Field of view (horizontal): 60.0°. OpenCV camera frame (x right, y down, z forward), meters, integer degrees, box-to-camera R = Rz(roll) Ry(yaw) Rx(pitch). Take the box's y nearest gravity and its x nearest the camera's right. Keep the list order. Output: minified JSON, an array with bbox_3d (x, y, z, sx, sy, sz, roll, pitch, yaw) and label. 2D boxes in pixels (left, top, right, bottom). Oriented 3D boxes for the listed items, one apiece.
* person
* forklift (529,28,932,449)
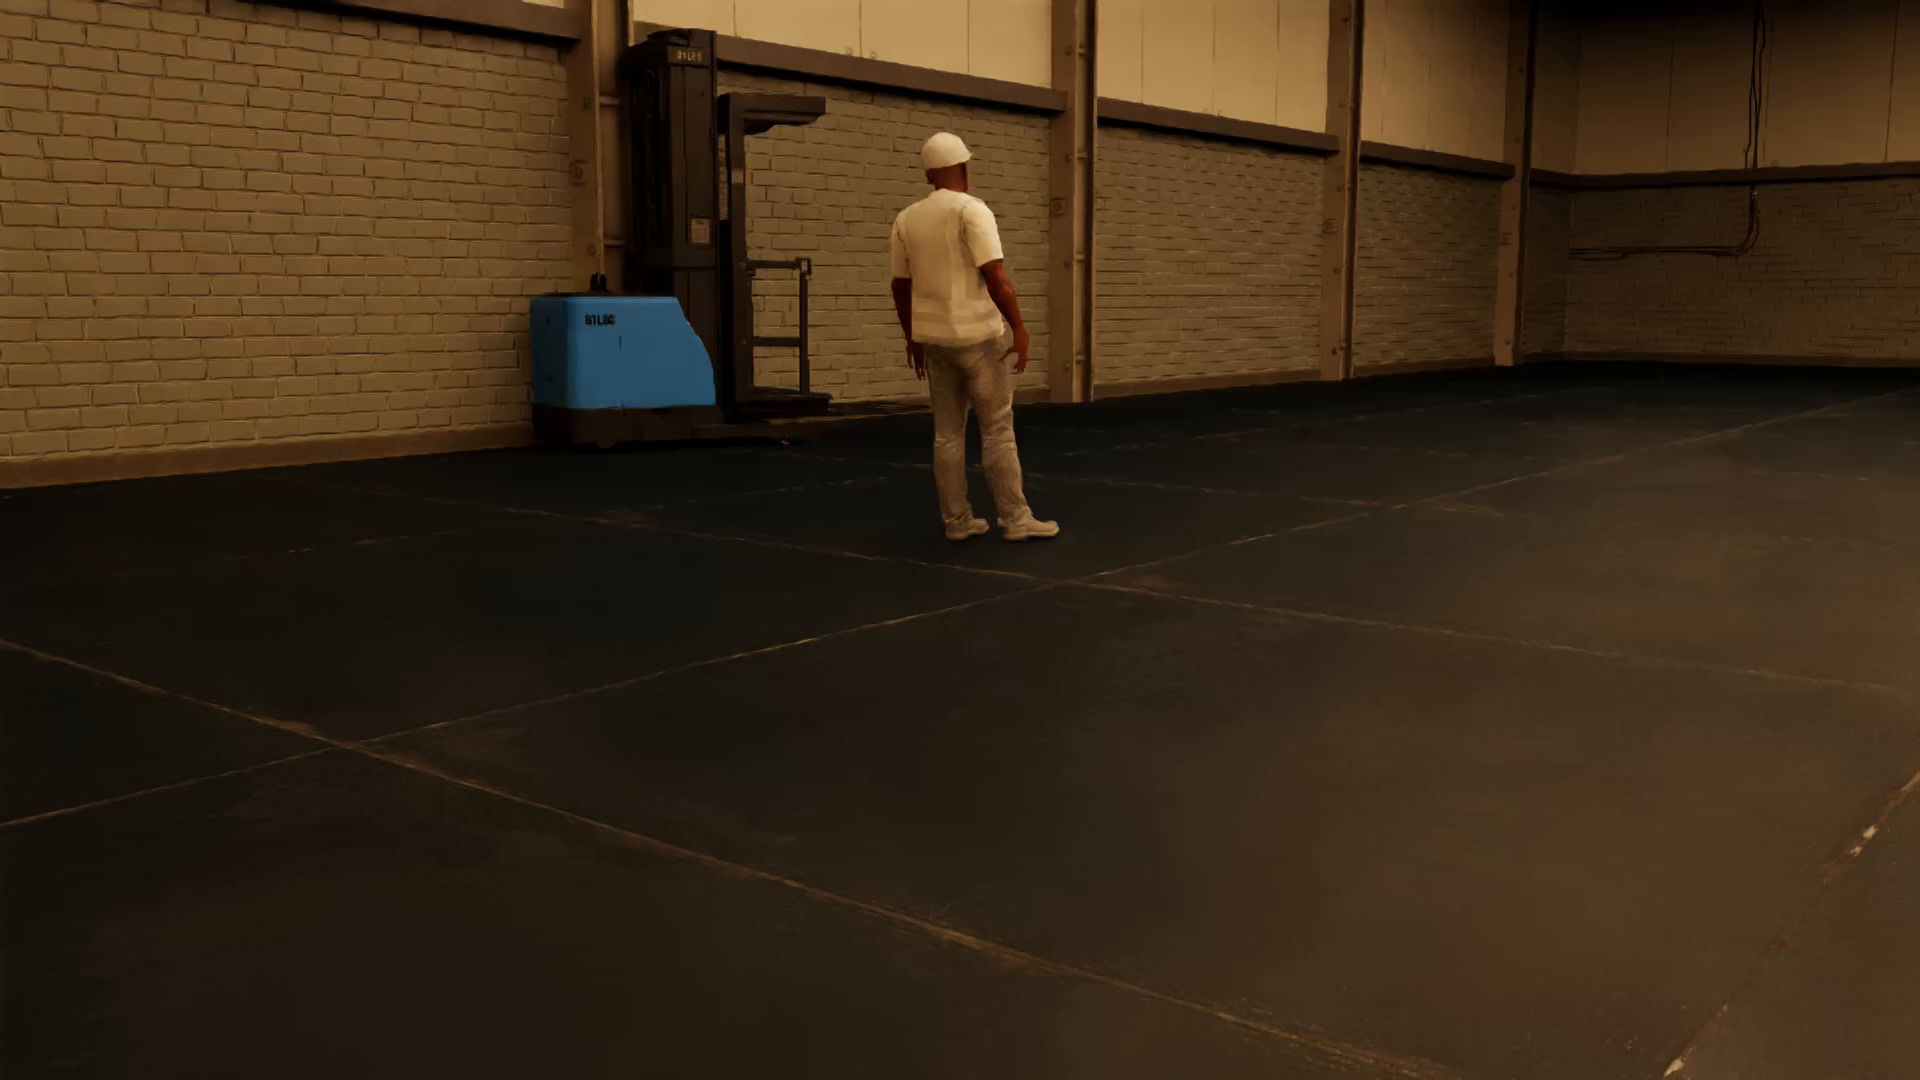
[{"bbox_3d":[0.048,-0.888,7.326,0.665,1.766,0.576,7,11,38],"label":"person"},{"bbox_3d":[-1.630,-2.213,12.407,3.031,2.935,1.130,-5,10,-31],"label":"forklift"}]
